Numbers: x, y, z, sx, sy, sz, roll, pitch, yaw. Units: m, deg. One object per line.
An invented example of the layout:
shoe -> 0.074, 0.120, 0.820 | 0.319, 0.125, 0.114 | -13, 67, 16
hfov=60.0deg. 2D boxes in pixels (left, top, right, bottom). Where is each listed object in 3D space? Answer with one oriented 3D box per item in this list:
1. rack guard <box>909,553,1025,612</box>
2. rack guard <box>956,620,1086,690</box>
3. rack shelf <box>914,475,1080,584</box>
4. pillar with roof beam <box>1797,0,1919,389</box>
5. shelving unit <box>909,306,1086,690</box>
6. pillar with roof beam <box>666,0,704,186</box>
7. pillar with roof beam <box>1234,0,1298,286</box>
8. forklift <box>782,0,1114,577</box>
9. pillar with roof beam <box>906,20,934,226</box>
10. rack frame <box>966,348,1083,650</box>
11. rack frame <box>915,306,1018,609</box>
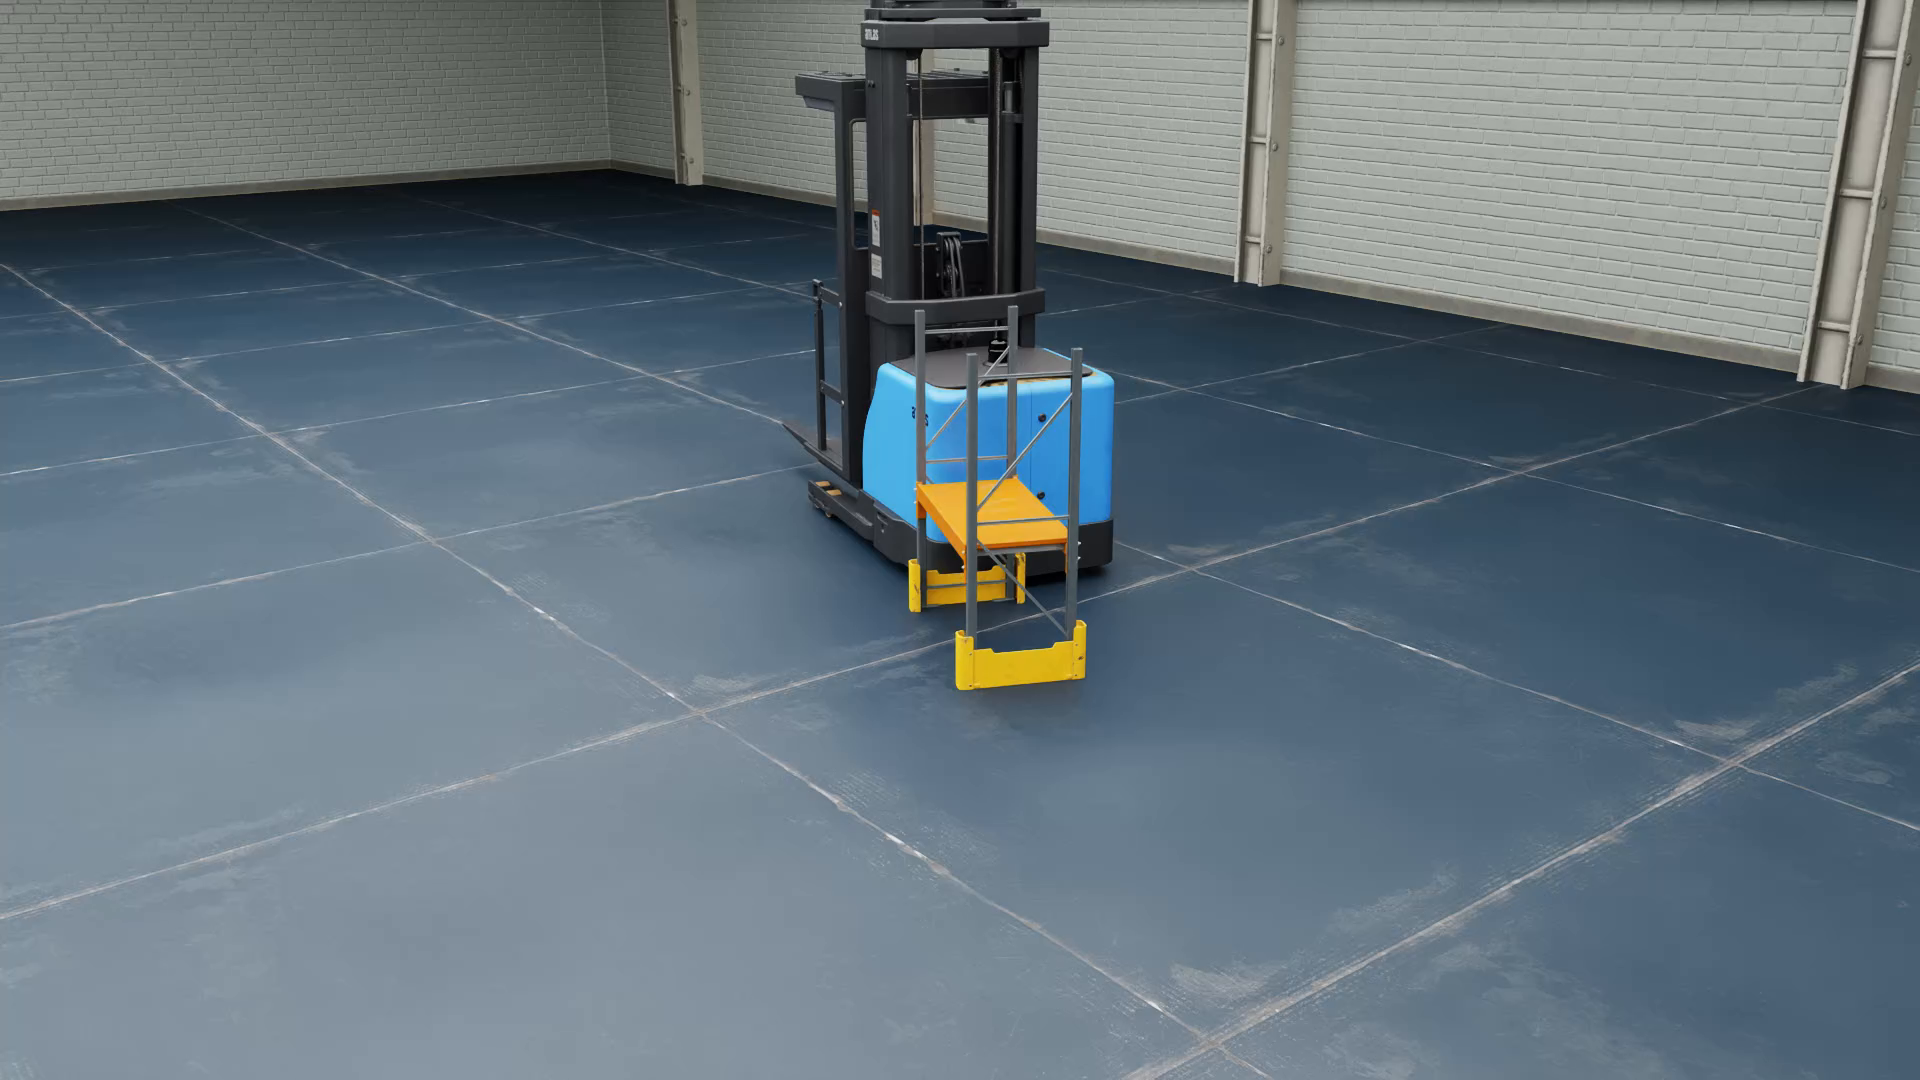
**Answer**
rack guard -> 0.037, 0.209, 8.335 | 0.587, 0.250, 0.087 | -4, 19, -13
rack guard -> 0.273, 0.513, 7.416 | 0.587, 0.250, 0.087 | -4, 19, -13
rack shelf -> 0.153, -0.065, 7.744 | 0.538, 0.185, 1.000 | -4, 19, -13
pillar with roof beam -> 3.496, -4.677, 9.171 | 9.100, 9.000, 0.400 | -14, 23, -36
shelving unit -> 0.155, -0.233, 7.679 | 0.587, 1.500, 1.083 | -4, 19, -13
pillar with roof beam -> -7.680, -9.112, 22.566 | 9.100, 9.000, 0.400 | -14, 23, -36
pillar with roof beam -> -0.229, -6.155, 13.636 | 9.100, 9.000, 0.400 | -14, 23, -36
forklift -> -0.254, -1.571, 9.444 | 1.130, 2.935, 3.031 | -8, 20, -23
pillar with roof beam -> -3.955, -7.634, 18.101 | 9.100, 9.000, 0.400 | -14, 23, -36
rack frame -> 0.273, -0.080, 7.219 | 0.500, 1.500, 0.032 | -4, 19, -13
rack frame -> 0.032, -0.391, 8.157 | 0.500, 1.500, 0.032 | -4, 19, -13
